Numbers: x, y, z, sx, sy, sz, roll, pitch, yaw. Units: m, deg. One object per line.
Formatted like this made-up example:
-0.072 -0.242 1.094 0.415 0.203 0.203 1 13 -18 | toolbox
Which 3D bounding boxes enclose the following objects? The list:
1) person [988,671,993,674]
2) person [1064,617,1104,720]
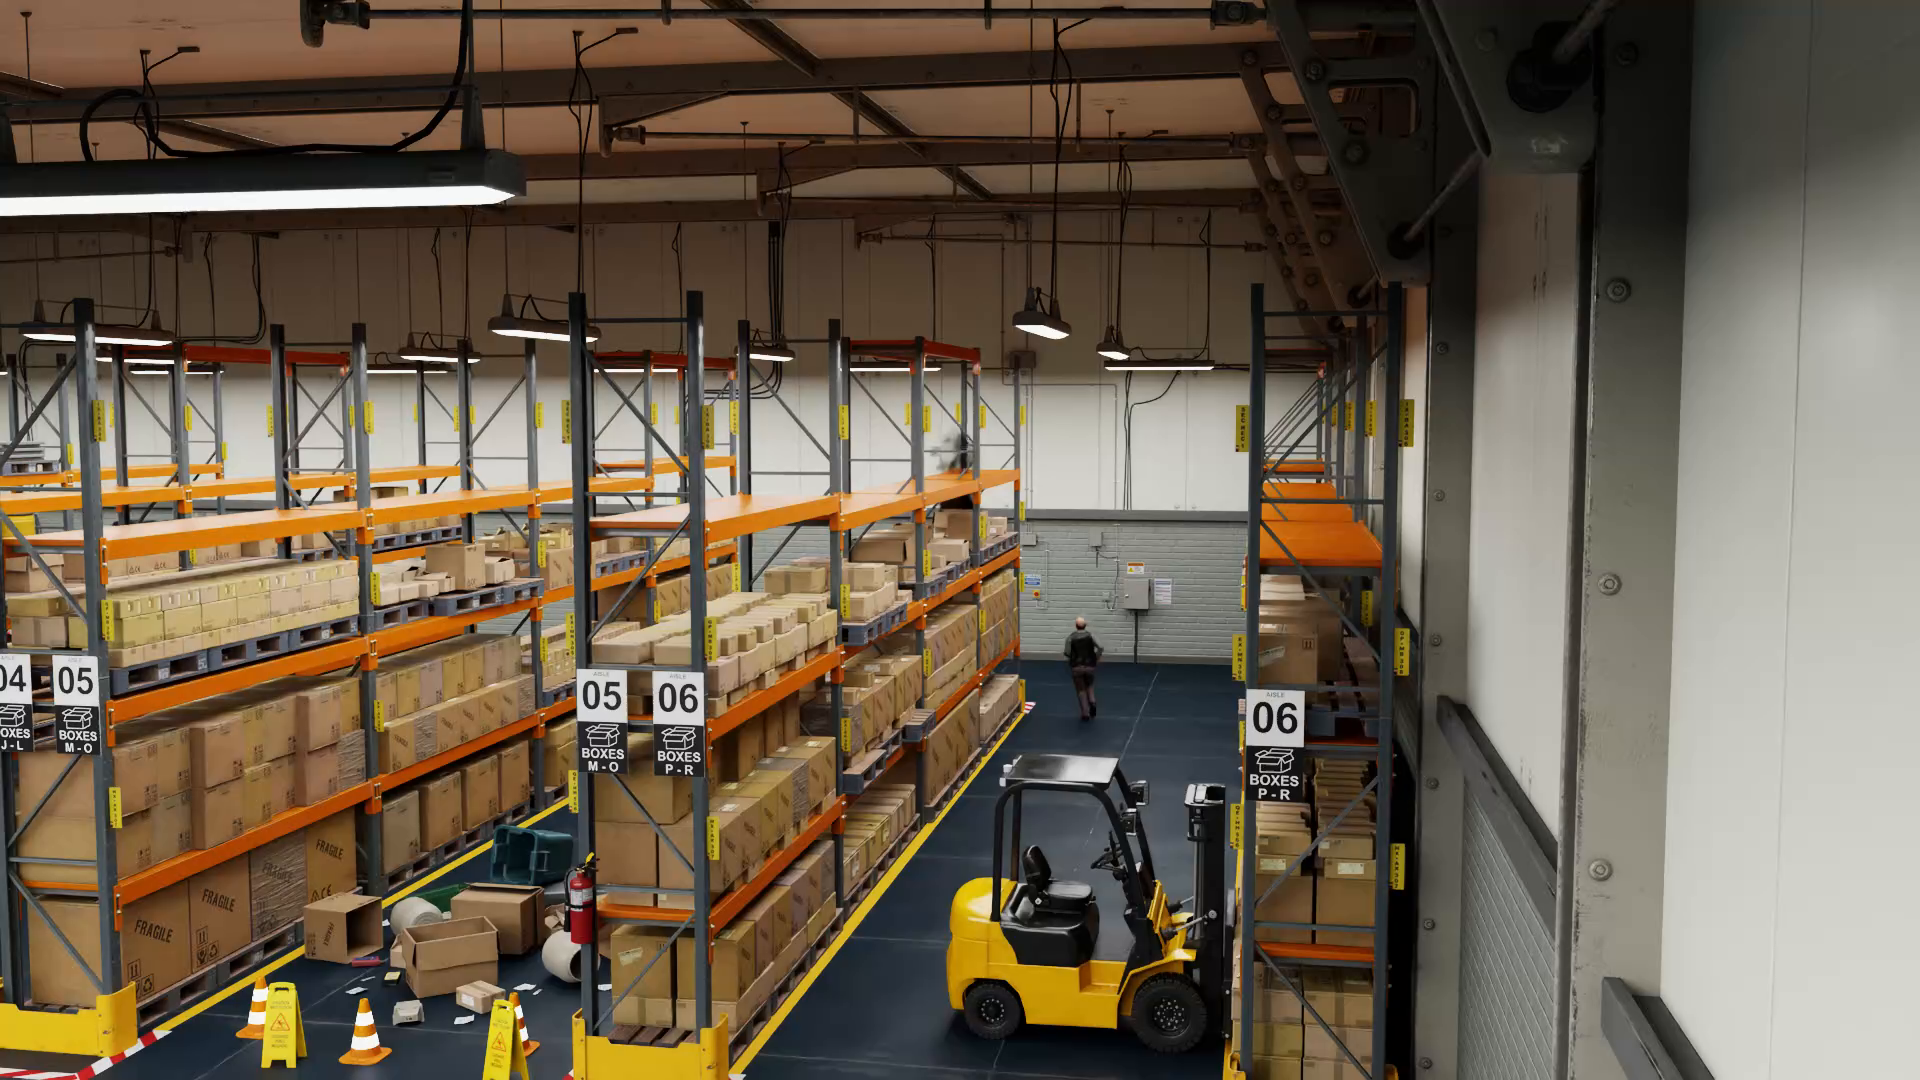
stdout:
0.338 1.979 29.654 0.781 1.690 0.598 2 5 24 | person
2.025 2.114 27.467 0.635 1.683 0.659 0 5 -6 | person
